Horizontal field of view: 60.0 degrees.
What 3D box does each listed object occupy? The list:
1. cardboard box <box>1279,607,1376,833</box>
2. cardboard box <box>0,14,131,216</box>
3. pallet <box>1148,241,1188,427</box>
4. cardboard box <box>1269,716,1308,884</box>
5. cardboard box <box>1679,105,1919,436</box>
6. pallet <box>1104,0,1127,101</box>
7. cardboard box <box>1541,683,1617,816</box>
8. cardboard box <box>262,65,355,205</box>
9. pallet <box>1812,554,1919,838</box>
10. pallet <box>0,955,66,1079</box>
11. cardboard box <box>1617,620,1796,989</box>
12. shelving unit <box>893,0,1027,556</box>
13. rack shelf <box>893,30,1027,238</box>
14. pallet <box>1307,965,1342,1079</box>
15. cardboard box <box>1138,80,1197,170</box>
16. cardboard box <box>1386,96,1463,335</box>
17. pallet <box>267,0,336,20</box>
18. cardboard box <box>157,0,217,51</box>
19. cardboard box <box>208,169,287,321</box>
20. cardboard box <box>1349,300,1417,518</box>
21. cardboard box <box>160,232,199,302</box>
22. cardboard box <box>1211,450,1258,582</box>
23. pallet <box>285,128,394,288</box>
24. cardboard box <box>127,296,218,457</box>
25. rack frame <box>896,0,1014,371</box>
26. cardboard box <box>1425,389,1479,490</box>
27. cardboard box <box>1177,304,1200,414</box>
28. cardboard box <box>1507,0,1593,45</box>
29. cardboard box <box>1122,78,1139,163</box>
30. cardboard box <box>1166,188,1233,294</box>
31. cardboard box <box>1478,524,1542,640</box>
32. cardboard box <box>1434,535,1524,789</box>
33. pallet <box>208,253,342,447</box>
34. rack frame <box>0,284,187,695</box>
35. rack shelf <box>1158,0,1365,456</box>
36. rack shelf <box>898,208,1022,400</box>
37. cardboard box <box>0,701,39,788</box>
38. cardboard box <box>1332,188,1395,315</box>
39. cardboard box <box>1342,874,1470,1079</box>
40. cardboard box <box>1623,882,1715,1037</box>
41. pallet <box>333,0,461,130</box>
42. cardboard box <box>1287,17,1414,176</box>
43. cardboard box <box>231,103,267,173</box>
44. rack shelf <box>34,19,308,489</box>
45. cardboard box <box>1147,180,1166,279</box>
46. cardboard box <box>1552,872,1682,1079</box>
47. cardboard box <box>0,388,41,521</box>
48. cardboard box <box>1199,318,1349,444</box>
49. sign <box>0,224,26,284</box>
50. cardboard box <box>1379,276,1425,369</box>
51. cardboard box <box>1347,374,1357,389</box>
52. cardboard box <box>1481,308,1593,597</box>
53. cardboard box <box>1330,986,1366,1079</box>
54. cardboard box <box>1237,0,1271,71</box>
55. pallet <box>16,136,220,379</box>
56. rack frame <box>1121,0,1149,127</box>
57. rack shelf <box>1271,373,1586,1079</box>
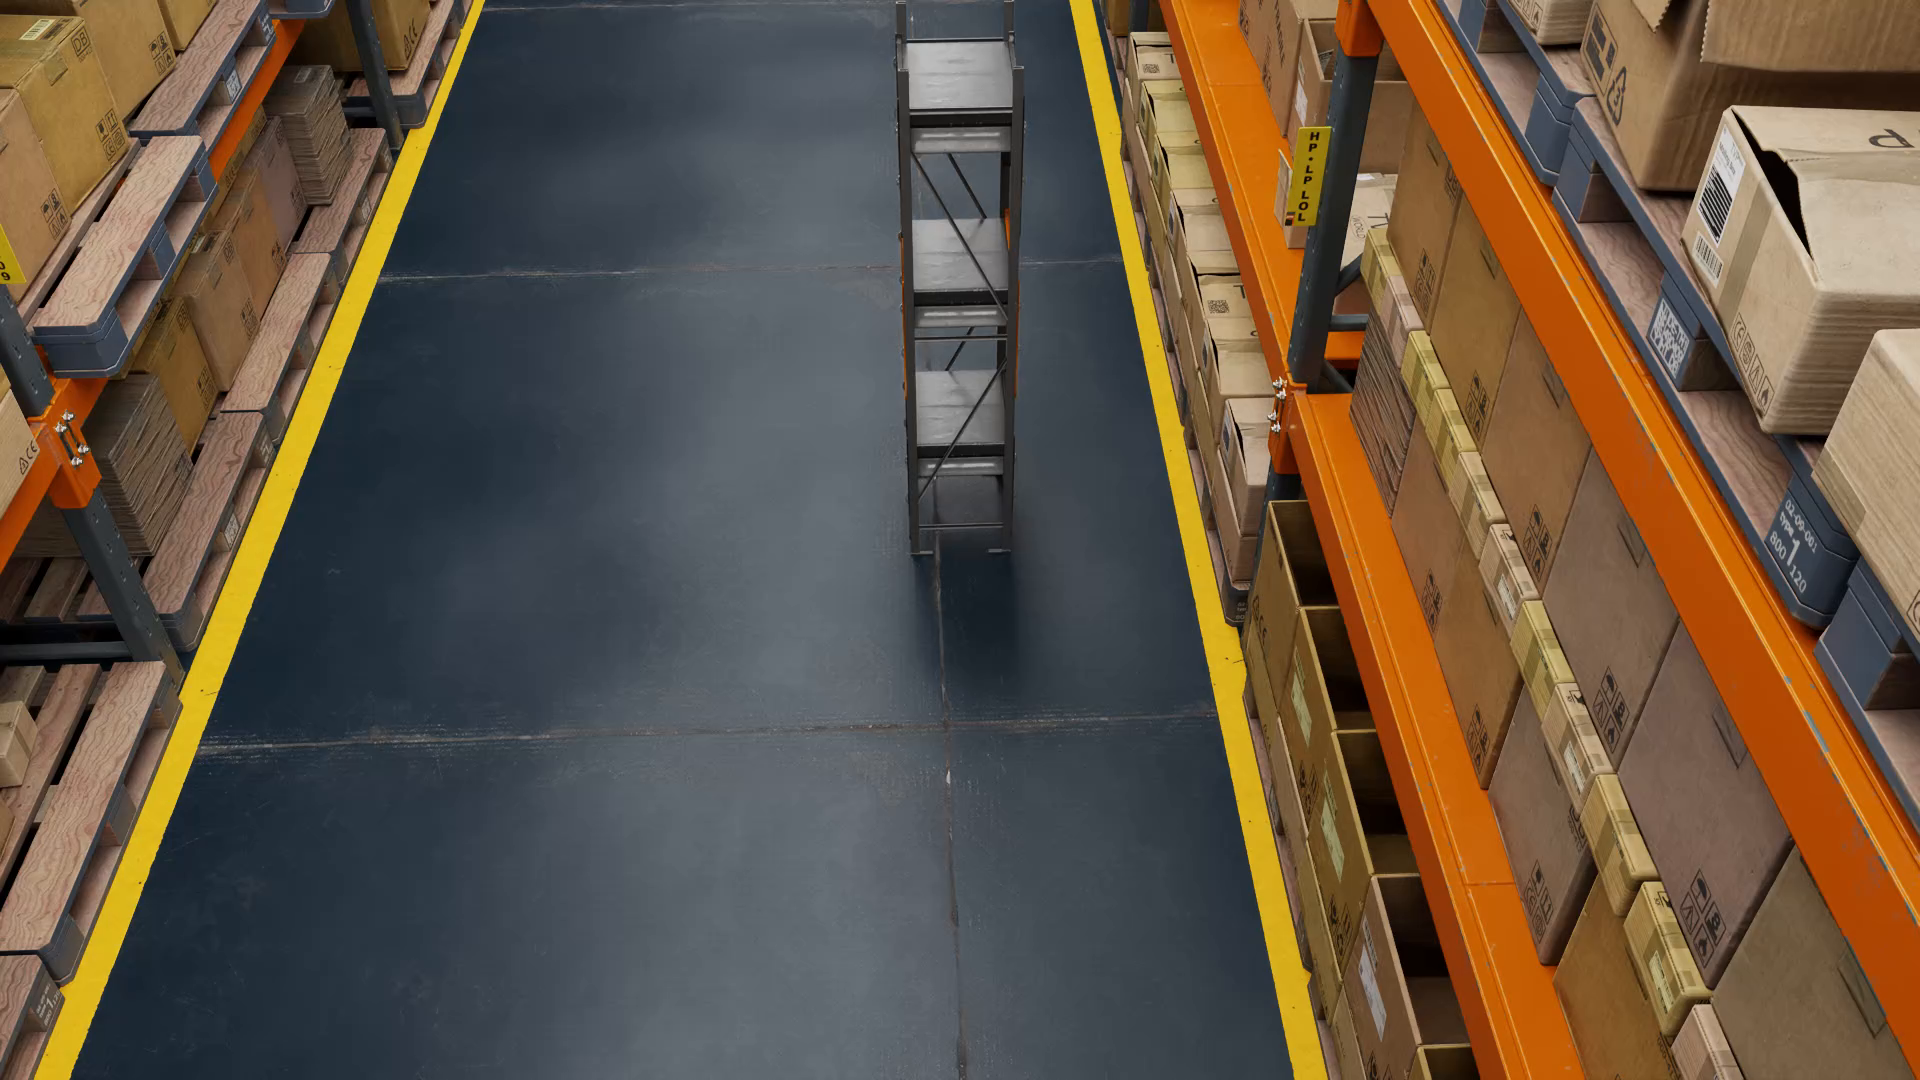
[{"bbox_3d":[1.304,0.550,5.099,0.500,0.500,0.500,-2,43,-2],"label":"cardboard box"},{"bbox_3d":[-3.385,-1.468,5.732,0.700,0.500,0.500,2,43,3],"label":"cardboard box"},{"bbox_3d":[1.443,-0.986,7.669,1.003,0.211,1.213,-2,43,-2],"label":"pallet"},{"bbox_3d":[1.301,0.826,5.353,0.500,0.250,0.500,-2,43,-2],"label":"cardboard box"},{"bbox_3d":[1.402,-0.416,2.416,0.500,0.311,0.500,3,43,3],"label":"cardboard box"},{"bbox_3d":[1.404,-2.869,9.724,1.003,0.211,1.213,-2,43,-2],"label":"pallet"},{"bbox_3d":[1.463,0.433,3.504,0.380,0.149,0.250,-2,43,-2],"label":"cardboard box"},{"bbox_3d":[-3.468,-2.004,8.240,0.700,0.500,0.500,-1,43,-1],"label":"cardboard box"},{"bbox_3d":[1.734,0.457,1.877,1.003,0.211,1.213,-2,43,-2],"label":"pallet"},{"bbox_3d":[-3.263,1.759,4.675,1.003,0.211,1.213,-2,43,-2],"label":"pallet"},{"bbox_3d":[1.678,0.447,3.008,0.700,0.500,0.500,-1,43,-2],"label":"cardboard box"},{"bbox_3d":[-0.007,-0.886,6.162,0.431,2.100,0.503,-2,43,-2],"label":"shelving unit"},{"bbox_3d":[-0.007,-1.392,5.699,0.431,0.518,0.480,-2,43,-2],"label":"rack shelf"},{"bbox_3d":[1.615,1.700,4.739,1.003,0.211,1.213,-2,43,-2],"label":"pallet"},{"bbox_3d":[1.158,-2.024,8.047,0.500,0.311,0.500,-3,43,-3],"label":"cardboard box"},{"bbox_3d":[1.593,-0.908,4.486,0.700,0.500,0.500,-1,43,-2],"label":"cardboard box"},{"bbox_3d":[-3.414,-2.699,7.616,1.213,0.211,1.003,-2,43,-2],"label":"pallet"},{"bbox_3d":[-3.446,-2.289,6.628,0.700,0.500,0.500,-2,43,-2],"label":"cardboard box"},{"bbox_3d":[-3.513,-1.318,7.492,0.700,0.500,0.500,-2,43,-2],"label":"cardboard box"},{"bbox_3d":[1.593,-0.429,4.925,0.700,0.500,0.500,-3,43,-3],"label":"cardboard box"},{"bbox_3d":[-3.477,-1.209,6.819,0.500,0.250,0.500,-3,43,-3],"label":"cardboard box"},{"bbox_3d":[1.261,-0.105,6.368,0.500,0.250,0.500,-2,43,-2],"label":"cardboard box"},{"bbox_3d":[-3.519,-1.692,8.440,1.003,0.211,1.213,-2,43,-2],"label":"pallet"},{"bbox_3d":[-3.501,-0.632,6.744,0.700,0.500,0.500,-2,43,-3],"label":"cardboard box"},{"bbox_3d":[-0.017,-1.051,6.342,0.400,2.100,0.015,-2,43,-2],"label":"rack frame"},{"bbox_3d":[1.422,-0.260,4.260,0.380,0.149,0.250,-2,43,-2],"label":"cardboard box"},{"bbox_3d":[1.219,-0.792,7.118,0.500,0.250,0.500,-1,43,-1],"label":"cardboard box"},{"bbox_3d":[1.349,-1.259,3.335,0.500,0.311,0.500,-4,43,-4],"label":"cardboard box"},{"bbox_3d":[1.127,-2.171,8.623,0.500,0.250,0.500,-2,43,-2],"label":"cardboard box"},{"bbox_3d":[1.199,-1.332,7.293,0.500,0.311,0.500,-2,43,-2],"label":"cardboard box"},{"bbox_3d":[1.445,0.089,3.879,0.380,0.149,0.250,-3,43,-3],"label":"cardboard box"},{"bbox_3d":[1.639,0.265,4.167,0.700,0.500,0.500,-1,43,-1],"label":"cardboard box"},{"bbox_3d":[-3.471,-0.870,7.543,1.003,0.211,1.213,-2,43,-2],"label":"pallet"},{"bbox_3d":[-3.381,-0.547,5.127,1.000,3.000,0.127,-2,43,-2],"label":"rack frame"},{"bbox_3d":[1.483,-1.777,7.001,1.077,0.370,4.000,-2,43,-2],"label":"rack shelf"},{"bbox_3d":[-0.007,-0.876,6.172,0.431,0.518,0.480,-2,43,-2],"label":"rack shelf"},{"bbox_3d":[-3.328,0.695,5.543,0.380,0.166,0.250,-7,43,-7],"label":"cardboard box"},{"bbox_3d":[1.503,-0.968,5.697,0.500,0.250,0.500,1,43,1],"label":"cardboard box"},{"bbox_3d":[1.341,1.225,4.363,0.500,0.500,0.500,-2,43,-2],"label":"cardboard box"},{"bbox_3d":[1.488,0.784,3.121,0.380,0.149,0.250,0,43,0],"label":"cardboard box"},{"bbox_3d":[-3.509,-2.754,9.598,1.003,0.211,1.213,-2,43,-2],"label":"pallet"},{"bbox_3d":[1.529,-1.603,6.205,0.500,0.500,0.500,1,43,1],"label":"cardboard box"},{"bbox_3d":[-3.507,-1.894,7.565,0.500,0.250,0.500,-1,43,-1],"label":"cardboard box"},{"bbox_3d":[-3.466,-1.632,6.843,1.077,0.370,4.000,-2,43,-2],"label":"rack shelf"},{"bbox_3d":[1.177,-1.481,7.870,0.500,0.250,0.500,-3,43,-3],"label":"cardboard box"},{"bbox_3d":[1.688,0.966,3.402,0.700,0.500,0.500,-1,43,-2],"label":"cardboard box"},{"bbox_3d":[-3.058,-0.188,4.832,0.500,0.250,0.500,-2,43,-2],"label":"cardboard box"},{"bbox_3d":[1.236,-0.656,6.555,0.500,0.311,0.500,-1,43,-1],"label":"cardboard box"},{"bbox_3d":[-2.839,-0.887,4.857,0.100,0.325,0.005,-2,43,-2],"label":"sign"},{"bbox_3d":[1.397,-0.612,4.643,0.380,0.149,0.250,-1,43,-1],"label":"cardboard box"},{"bbox_3d":[1.783,-0.664,6.564,0.500,0.311,0.500,-2,43,-2],"label":"cardboard box"},{"bbox_3d":[1.636,-0.228,3.745,0.700,0.500,0.500,-2,43,-2],"label":"cardboard box"},{"bbox_3d":[1.344,1.501,4.616,0.500,0.250,0.500,-2,43,-2],"label":"cardboard box"},{"bbox_3d":[1.486,-2.297,6.962,0.500,0.500,0.500,-4,43,-4],"label":"cardboard box"},{"bbox_3d":[-3.268,-0.997,5.759,1.003,0.211,1.213,-2,43,-2],"label":"pallet"},{"bbox_3d":[1.398,-3.392,8.231,1.000,3.000,0.127,-2,43,-2],"label":"rack frame"},{"bbox_3d":[1.653,0.923,4.055,1.077,0.370,4.000,-2,43,-2],"label":"rack shelf"}]
